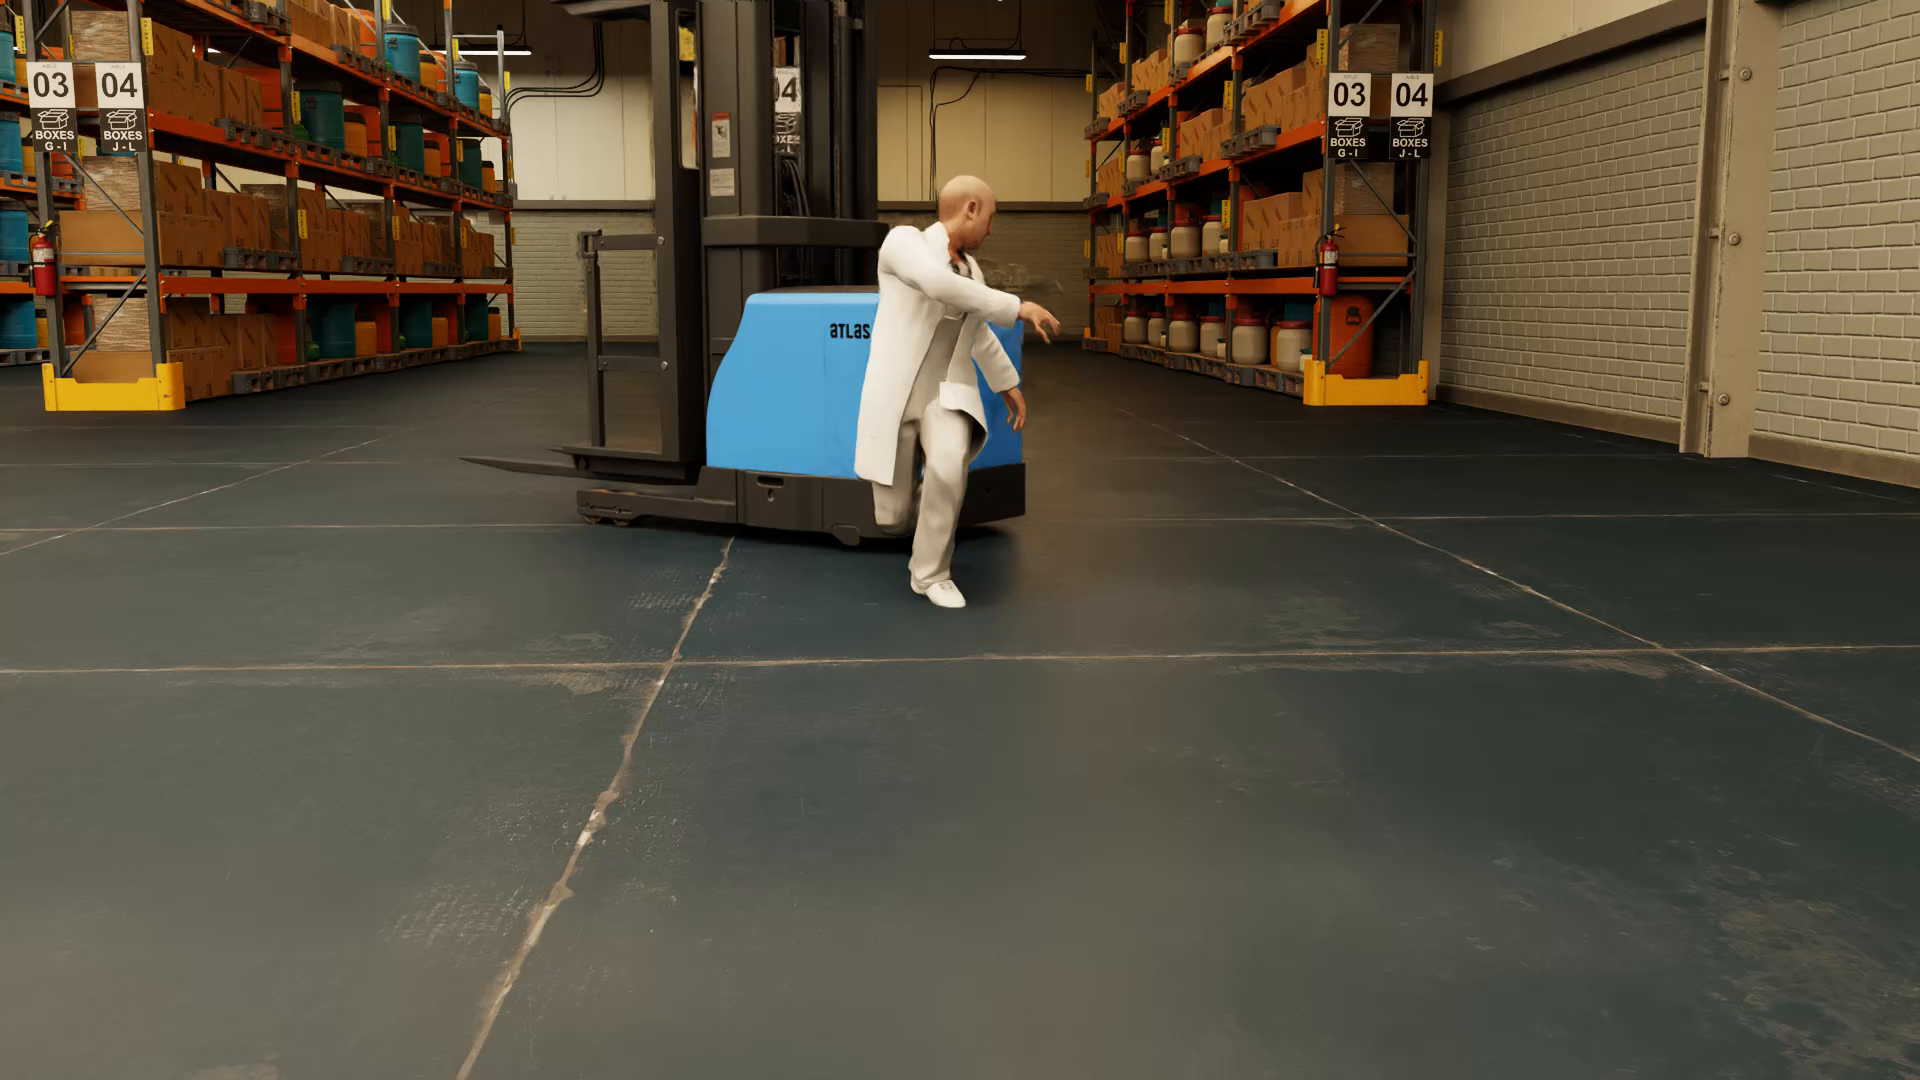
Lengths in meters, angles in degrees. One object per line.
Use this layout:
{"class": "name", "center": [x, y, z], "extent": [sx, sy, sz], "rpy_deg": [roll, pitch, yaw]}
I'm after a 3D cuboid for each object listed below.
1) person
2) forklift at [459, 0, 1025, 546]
{"class": "person", "center": [-0.035, -0.553, 6.105], "extent": [0.721, 1.536, 0.975], "rpy_deg": [-2, 9, -12]}
{"class": "forklift", "center": [-1.196, -1.569, 7.898], "extent": [3.031, 2.935, 1.130], "rpy_deg": [6, 10, 35]}
